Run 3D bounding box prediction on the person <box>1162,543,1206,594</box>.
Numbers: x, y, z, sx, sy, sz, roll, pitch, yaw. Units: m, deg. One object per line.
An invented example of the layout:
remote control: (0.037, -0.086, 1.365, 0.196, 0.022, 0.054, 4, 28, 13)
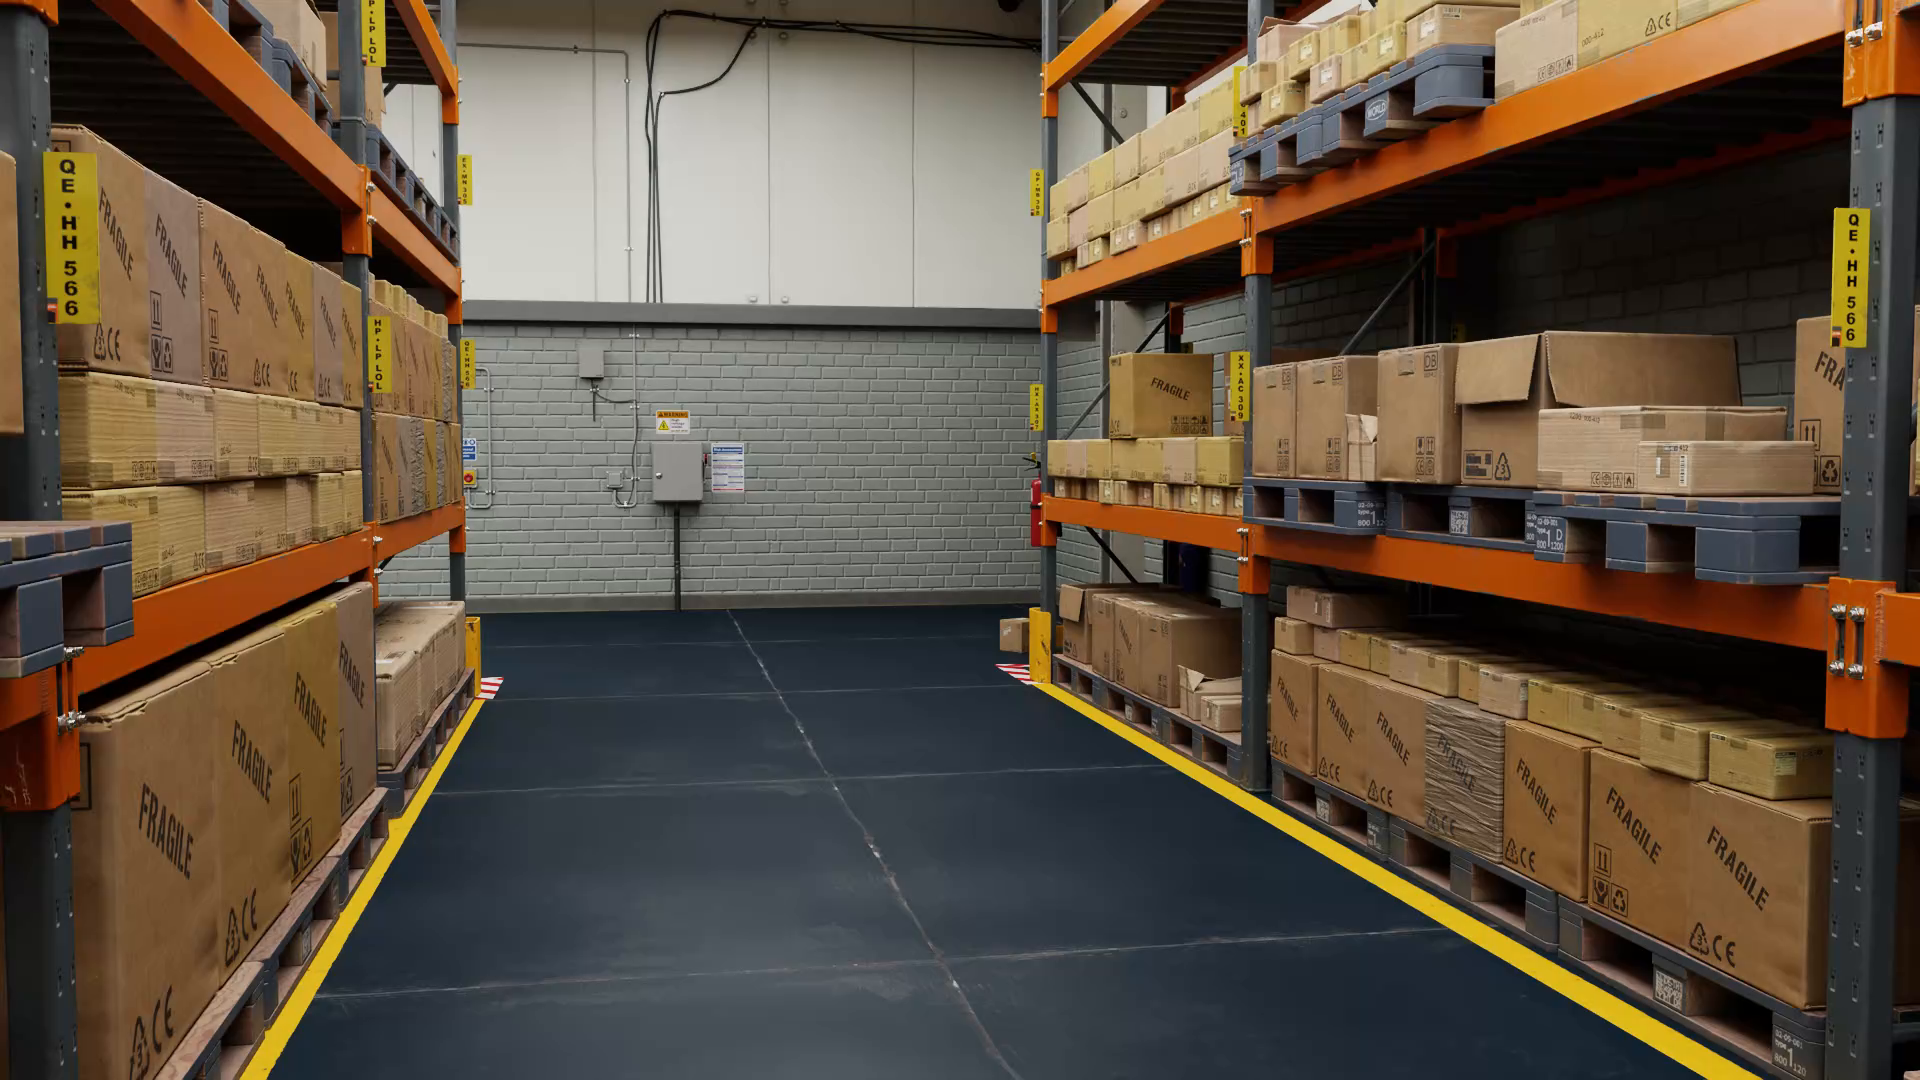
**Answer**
person: (1.798, 0.107, 13.041, 0.365, 1.650, 0.466, 2, 4, 31)
